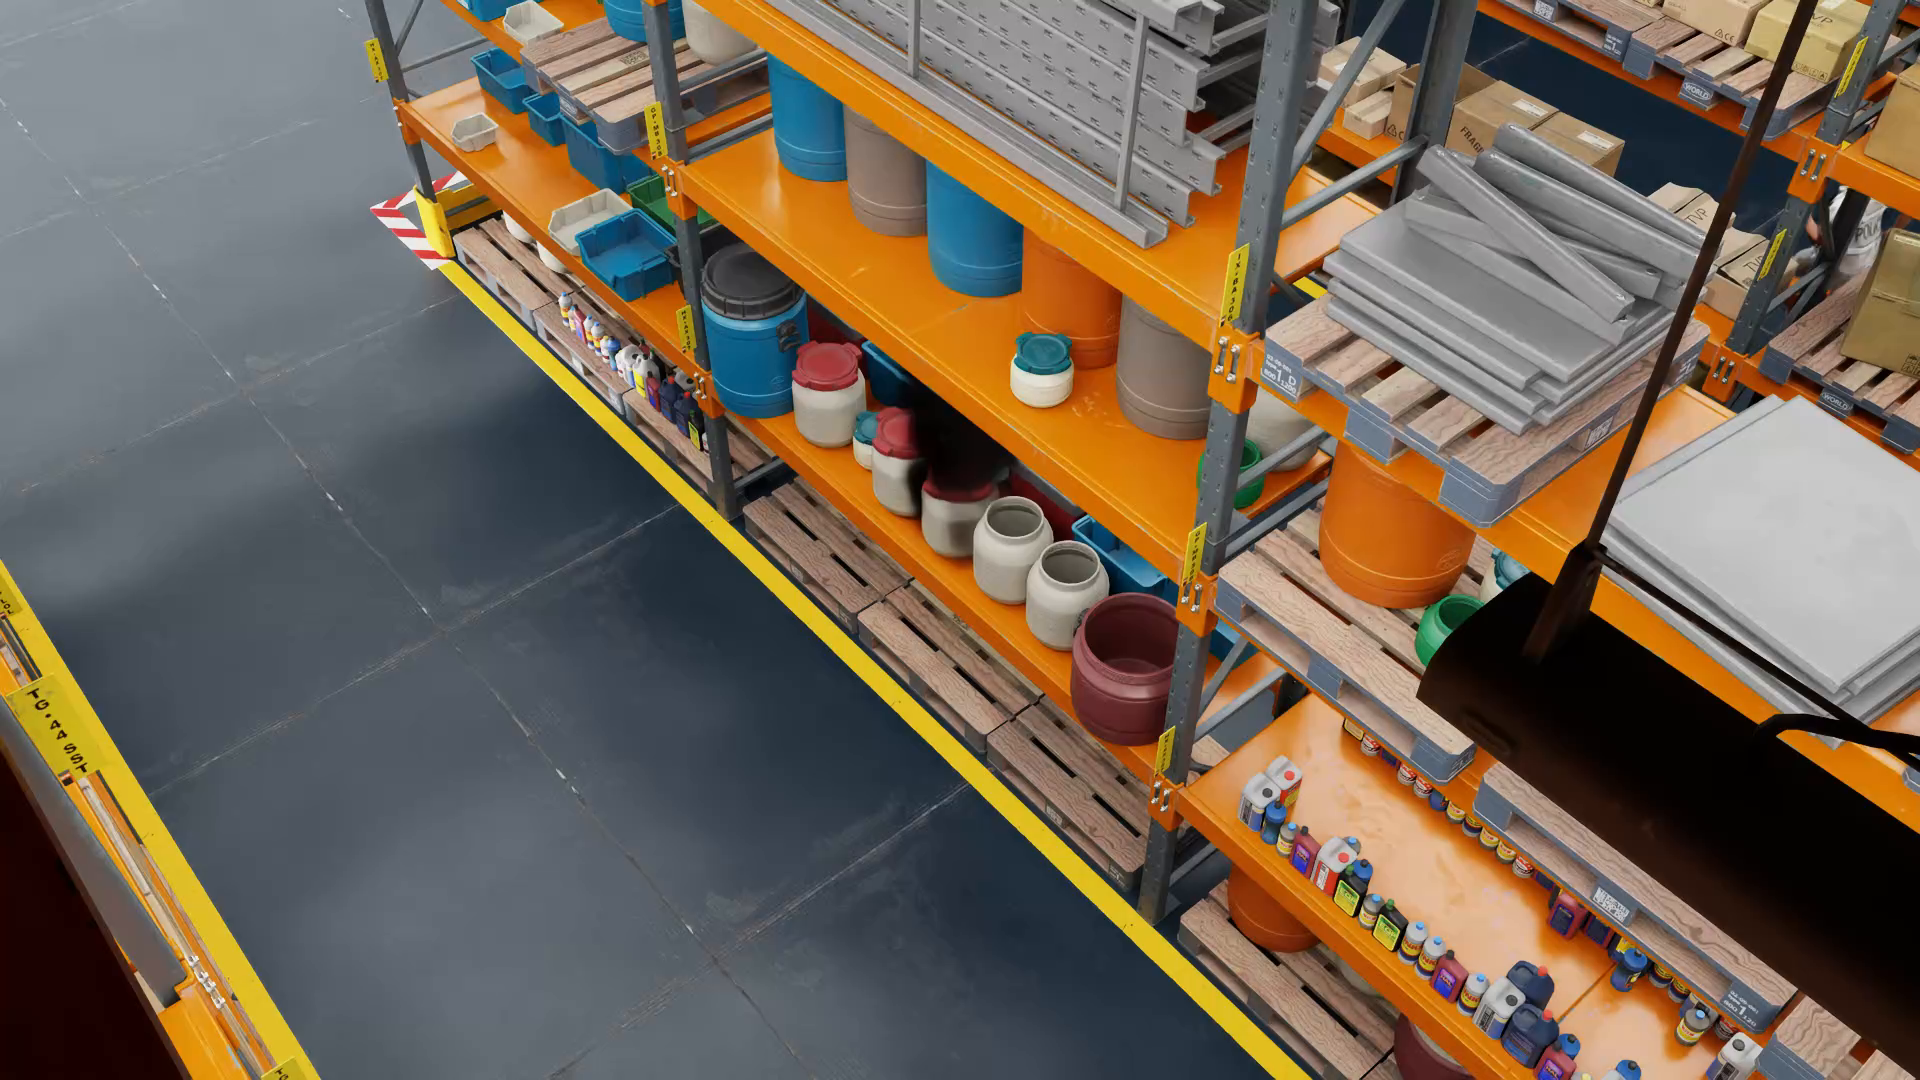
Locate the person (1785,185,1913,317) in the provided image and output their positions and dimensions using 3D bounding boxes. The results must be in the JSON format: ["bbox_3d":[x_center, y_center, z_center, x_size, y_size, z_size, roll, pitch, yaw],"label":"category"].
[{"bbox_3d":[6.151,-1.959,11.641,0.690,1.793,0.847,-31,54,-26],"label":"person"}]
